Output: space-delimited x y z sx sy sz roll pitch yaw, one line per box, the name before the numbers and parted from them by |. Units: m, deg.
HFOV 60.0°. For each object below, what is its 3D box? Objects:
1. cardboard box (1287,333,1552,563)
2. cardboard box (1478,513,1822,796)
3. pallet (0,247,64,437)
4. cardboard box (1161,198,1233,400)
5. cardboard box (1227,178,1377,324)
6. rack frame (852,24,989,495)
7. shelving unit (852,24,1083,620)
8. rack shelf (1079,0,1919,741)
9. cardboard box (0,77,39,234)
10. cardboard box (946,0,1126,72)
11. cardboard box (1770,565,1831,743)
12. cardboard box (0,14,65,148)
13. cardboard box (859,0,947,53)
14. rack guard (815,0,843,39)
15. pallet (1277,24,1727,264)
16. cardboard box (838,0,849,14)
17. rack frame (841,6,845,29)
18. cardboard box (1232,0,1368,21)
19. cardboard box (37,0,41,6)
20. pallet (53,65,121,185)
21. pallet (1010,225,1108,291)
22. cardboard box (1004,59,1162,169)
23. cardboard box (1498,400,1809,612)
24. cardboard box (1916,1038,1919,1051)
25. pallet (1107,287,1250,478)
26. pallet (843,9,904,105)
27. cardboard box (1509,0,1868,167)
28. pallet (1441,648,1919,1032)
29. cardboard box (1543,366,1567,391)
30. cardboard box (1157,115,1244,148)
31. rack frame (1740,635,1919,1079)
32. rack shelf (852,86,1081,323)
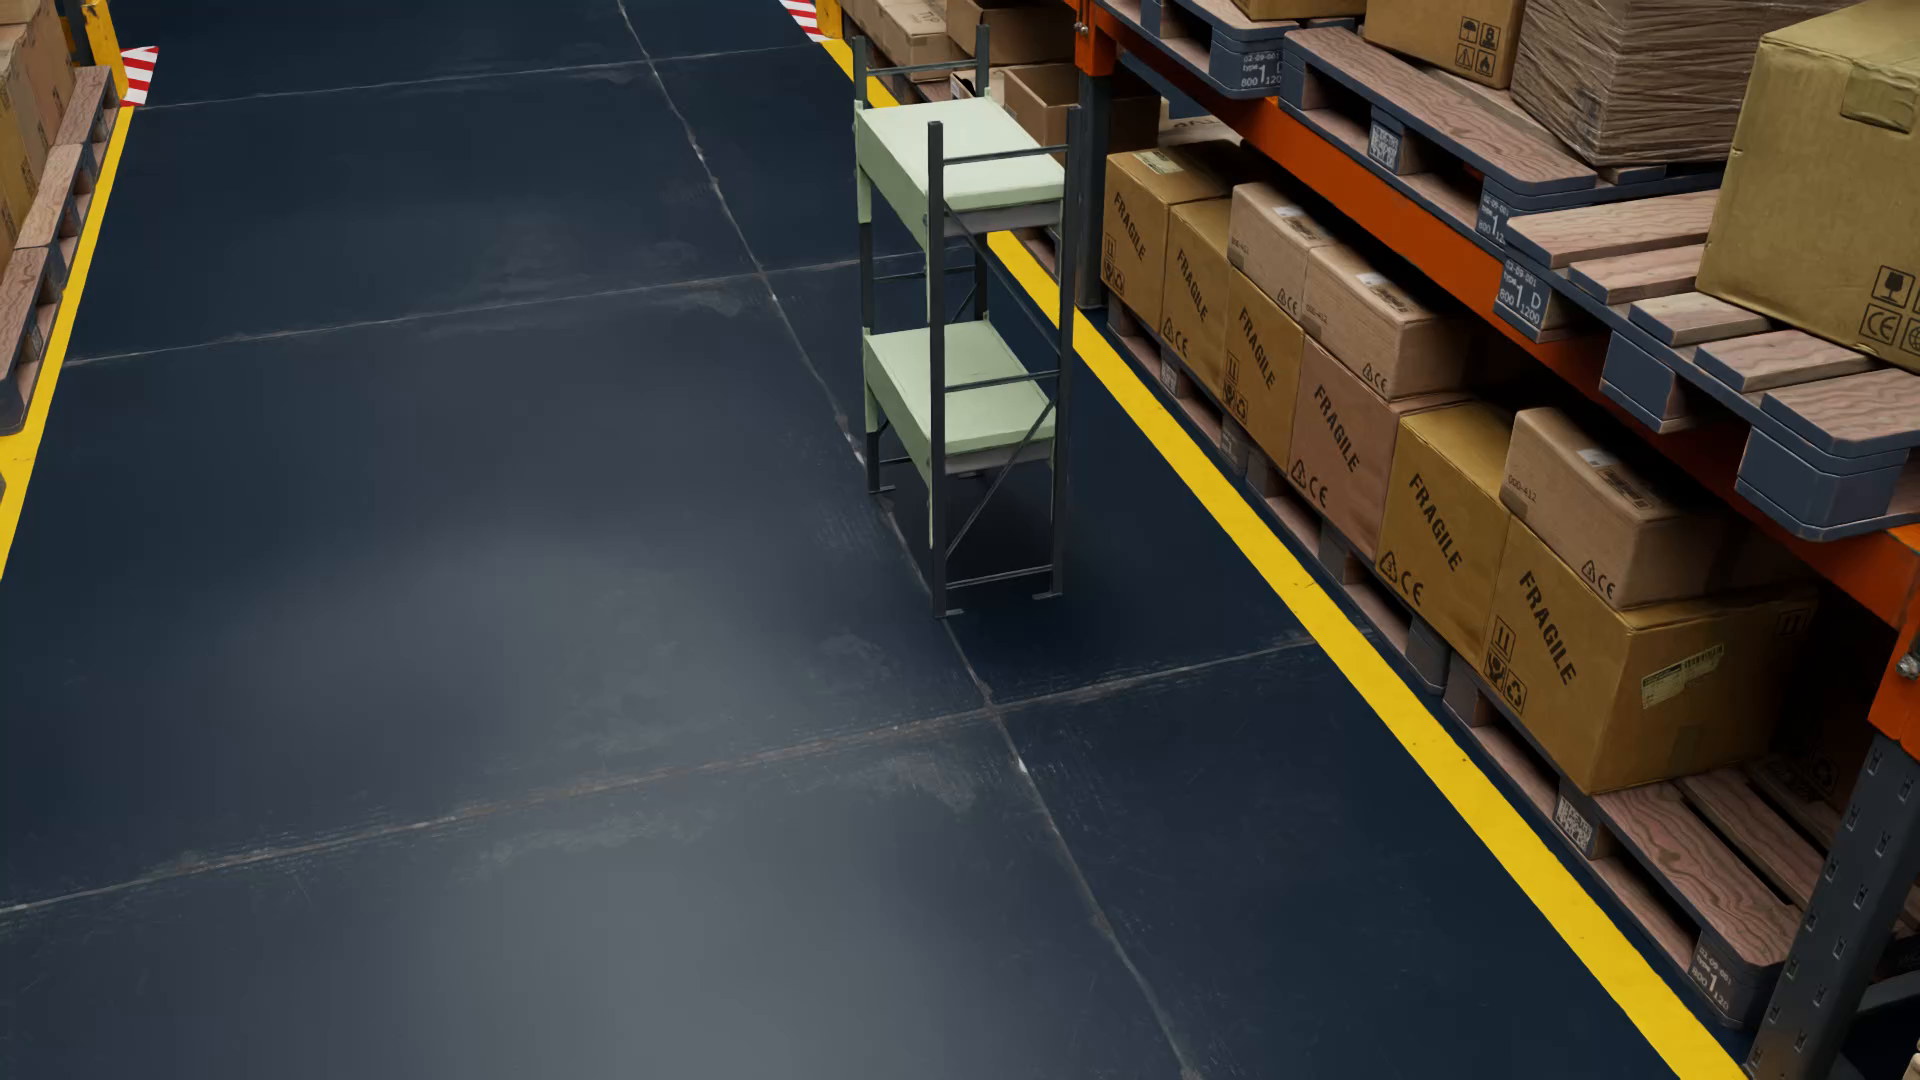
cardboard box | 1.327 -0.314 4.873 0.500 0.500 0.500 -11 35 -17
cardboard box | 1.650 0.232 4.046 0.500 0.500 0.500 -9 34 -13
pallet | -3.935 -0.690 6.102 1.003 0.211 1.213 -10 35 -15
cardboard box | 1.028 -0.843 5.673 0.500 0.500 0.500 -10 35 -14
cardboard box | 1.159 -0.909 5.093 0.500 0.250 0.500 -10 35 -15
rack frame | -0.110 -0.814 5.122 0.400 1.500 0.023 -10 35 -15
shelving unit | 0.002 -0.622 4.831 0.431 1.500 0.755 -10 35 -15
rack shelf | 1.549 -0.925 4.582 1.077 0.370 4.000 -10 35 -15
cardboard box | -4.213 -1.517 6.711 0.700 0.500 0.500 -9 35 -14
cardboard box | 0.361 -2.403 8.031 0.797 0.503 0.637 -10 35 -15
cardboard box | 2.127 0.123 4.211 0.500 0.500 0.500 -11 35 -16
cardboard box | -4.536 -2.060 7.532 0.700 0.500 0.500 -10 35 -15
cardboard box | -0.233 -2.816 8.886 0.500 0.250 0.500 -10 35 -15
rack guard | -0.258 -3.293 9.780 1.175 0.500 0.348 -10 35 -15
pallet | 1.561 -1.116 4.392 1.003 0.211 1.213 -10 35 -15
cardboard box | -0.481 -3.092 9.396 0.380 0.149 0.250 -10 35 -15
rack frame | -0.281 -4.376 9.151 1.000 3.000 0.127 -10 35 -15
cardboard box | 1.140 -1.856 4.866 0.700 0.500 0.500 -5 34 -7
cardboard box | -4.476 -2.556 7.696 0.380 0.149 0.250 -10 35 -15
pallet | -4.679 -1.971 8.041 1.003 0.211 1.213 -10 35 -15
pallet | 0.730 -1.473 7.288 1.003 0.211 1.213 -10 35 -15
cardboard box | 0.495 -1.668 6.921 0.500 0.500 0.500 -10 35 -15
cardboard box | 1.629 -0.109 3.883 0.500 0.250 0.500 -9 34 -13
cardboard box | 2.039 0.887 2.791 0.500 0.311 0.500 -9 34 -13
pallet | 1.223 -0.691 6.105 1.003 0.211 1.213 -10 35 -15
pallet | -0.014 -2.754 9.226 1.003 0.211 1.213 -10 35 -15
cardboard box | 1.762 -1.216 3.898 0.700 0.500 0.500 -4 34 -6
pallet | 1.967 0.590 4.166 1.003 0.211 1.213 -10 35 -15
cardboard box | 1.815 -0.414 5.025 0.500 0.500 0.500 -11 35 -16
cardboard box | 1.017 -1.594 6.981 0.500 0.311 0.500 -10 35 -15
rack frame | 2.159 -0.175 2.795 1.000 3.000 0.127 -10 35 -15
rack shelf | 0.002 -0.948 4.616 0.431 0.370 0.720 -10 35 -15
